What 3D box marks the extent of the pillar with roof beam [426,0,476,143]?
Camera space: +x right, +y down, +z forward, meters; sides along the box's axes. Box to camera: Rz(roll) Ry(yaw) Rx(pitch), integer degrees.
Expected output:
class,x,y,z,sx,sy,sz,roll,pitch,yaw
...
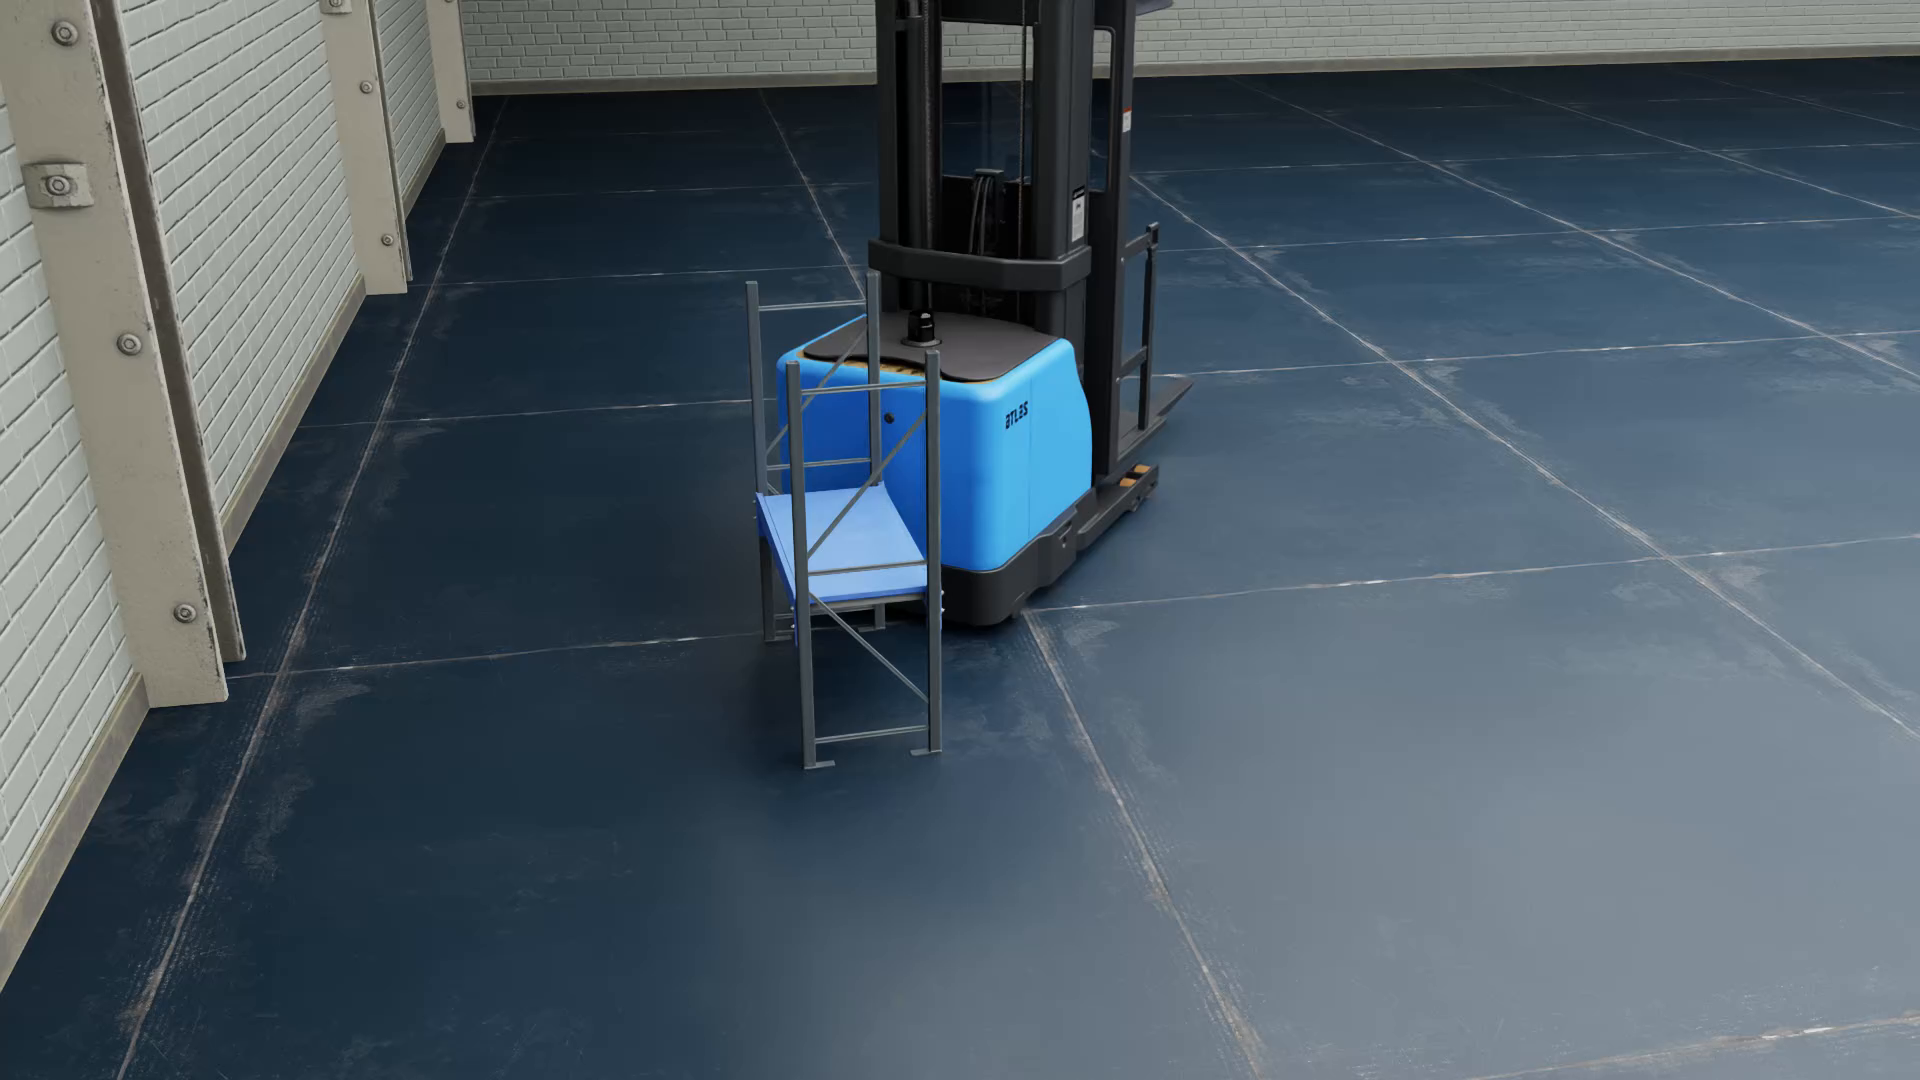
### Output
class,x,y,z,sx,sy,sz,roll,pitch,yaw
pillar with roof beam,-0.977,-8.614,16.230,9.100,9.000,0.400,-4,24,-10

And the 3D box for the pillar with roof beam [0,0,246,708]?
class,x,y,z,sx,sy,sz,roll,pitch,yaw
pillar with roof beam,1.242,-3.894,5.423,9.100,9.000,0.400,-4,24,-10

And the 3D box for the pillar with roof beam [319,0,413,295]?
class,x,y,z,sx,sy,sz,roll,pitch,yaw
pillar with roof beam,0.132,-6.254,10.826,9.100,9.000,0.400,-4,24,-10

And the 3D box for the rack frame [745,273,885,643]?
class,x,y,z,sx,sy,sz,roll,pitch,yaw
rack frame,-0.557,-0.297,6.556,0.500,1.500,0.032,-6,24,-13

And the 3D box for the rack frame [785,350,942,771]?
class,x,y,z,sx,sy,sz,roll,pitch,yaw
rack frame,-0.312,0.098,5.651,0.500,1.500,0.032,-6,24,-13

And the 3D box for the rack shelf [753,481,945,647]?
class,x,y,z,sx,sy,sz,roll,pitch,yaw
rack shelf,-0.434,0.065,6.176,0.538,0.185,1.000,-6,24,-13

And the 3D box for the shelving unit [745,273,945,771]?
class,x,y,z,sx,sy,sz,roll,pitch,yaw
shelving unit,-0.434,-0.099,6.104,0.538,1.500,1.048,-6,24,-13

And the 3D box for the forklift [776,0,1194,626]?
class,x,y,z,sx,sy,sz,roll,pitch,yaw
forklift,0.333,-1.549,7.634,1.130,2.935,3.031,11,26,24
